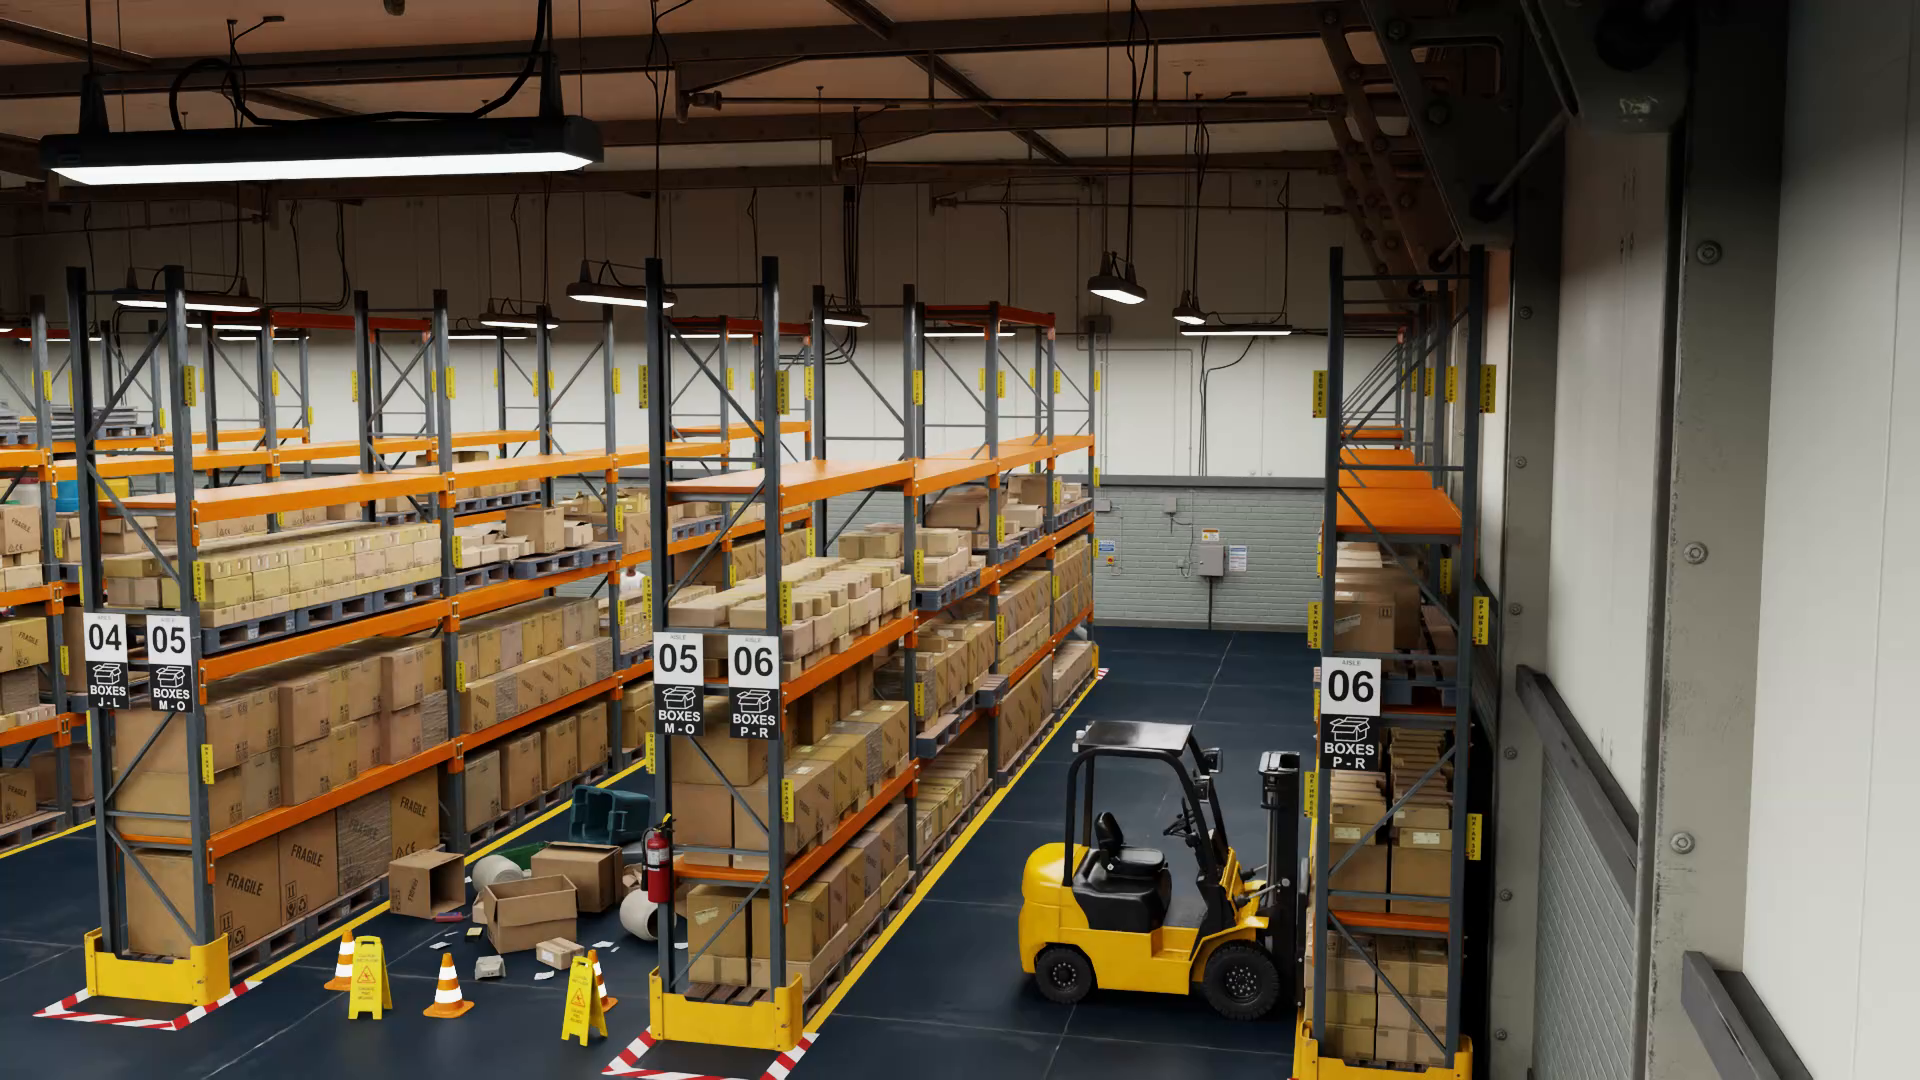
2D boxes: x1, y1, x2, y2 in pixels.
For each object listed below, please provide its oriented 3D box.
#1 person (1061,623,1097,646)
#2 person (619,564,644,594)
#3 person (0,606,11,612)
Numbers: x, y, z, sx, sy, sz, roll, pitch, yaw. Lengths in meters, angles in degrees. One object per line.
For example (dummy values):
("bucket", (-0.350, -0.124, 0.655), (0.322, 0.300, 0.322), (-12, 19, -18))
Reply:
("person", (2.036, 1.288, 30.398), (0.985, 1.630, 0.492), (-1, 6, -6))
("person", (-6.153, 1.179, 30.965), (0.576, 1.711, 1.093), (1, 6, 10))
("person", (-15.398, 1.571, 26.689), (0.593, 1.784, 0.479), (0, 6, -1))
